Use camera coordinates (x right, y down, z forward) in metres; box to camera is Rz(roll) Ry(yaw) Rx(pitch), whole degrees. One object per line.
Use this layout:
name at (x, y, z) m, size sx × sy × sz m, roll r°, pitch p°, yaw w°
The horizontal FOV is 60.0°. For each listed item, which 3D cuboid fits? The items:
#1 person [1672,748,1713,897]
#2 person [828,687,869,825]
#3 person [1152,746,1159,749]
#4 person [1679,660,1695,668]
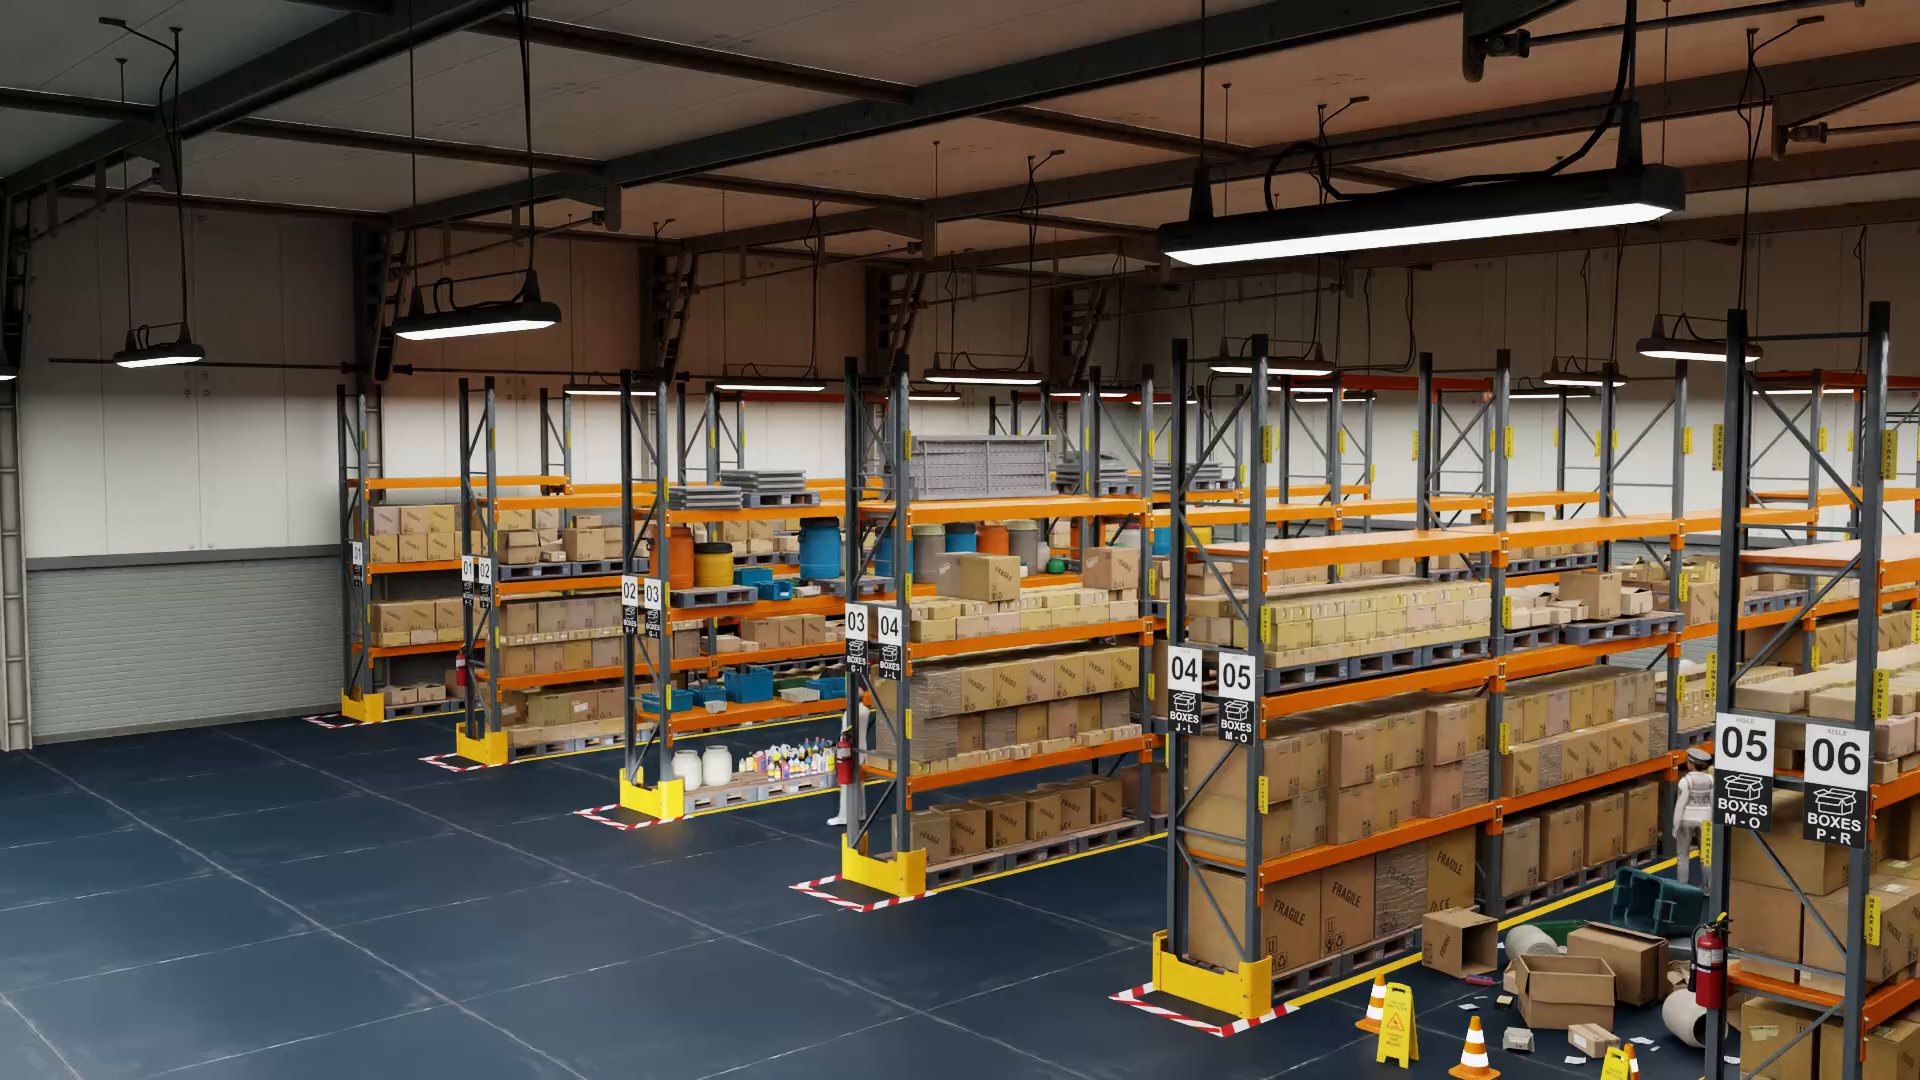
person at (8.112, 3.126, 18.389) m, size 0.489 × 1.662 × 0.545 m, roll 1°, pitch 4°, yaw 10°
person at (-1.466, 2.830, 21.970) m, size 0.450 × 1.788 × 0.635 m, roll 1°, pitch 4°, yaw 13°
person at (3.185, 2.481, 27.101) m, size 0.402 × 1.794 × 0.595 m, roll 1°, pitch 4°, yaw 18°
person at (10.746, 2.670, 24.773) m, size 0.674 × 1.778 × 0.557 m, roll -3°, pitch 5°, yaw -39°
